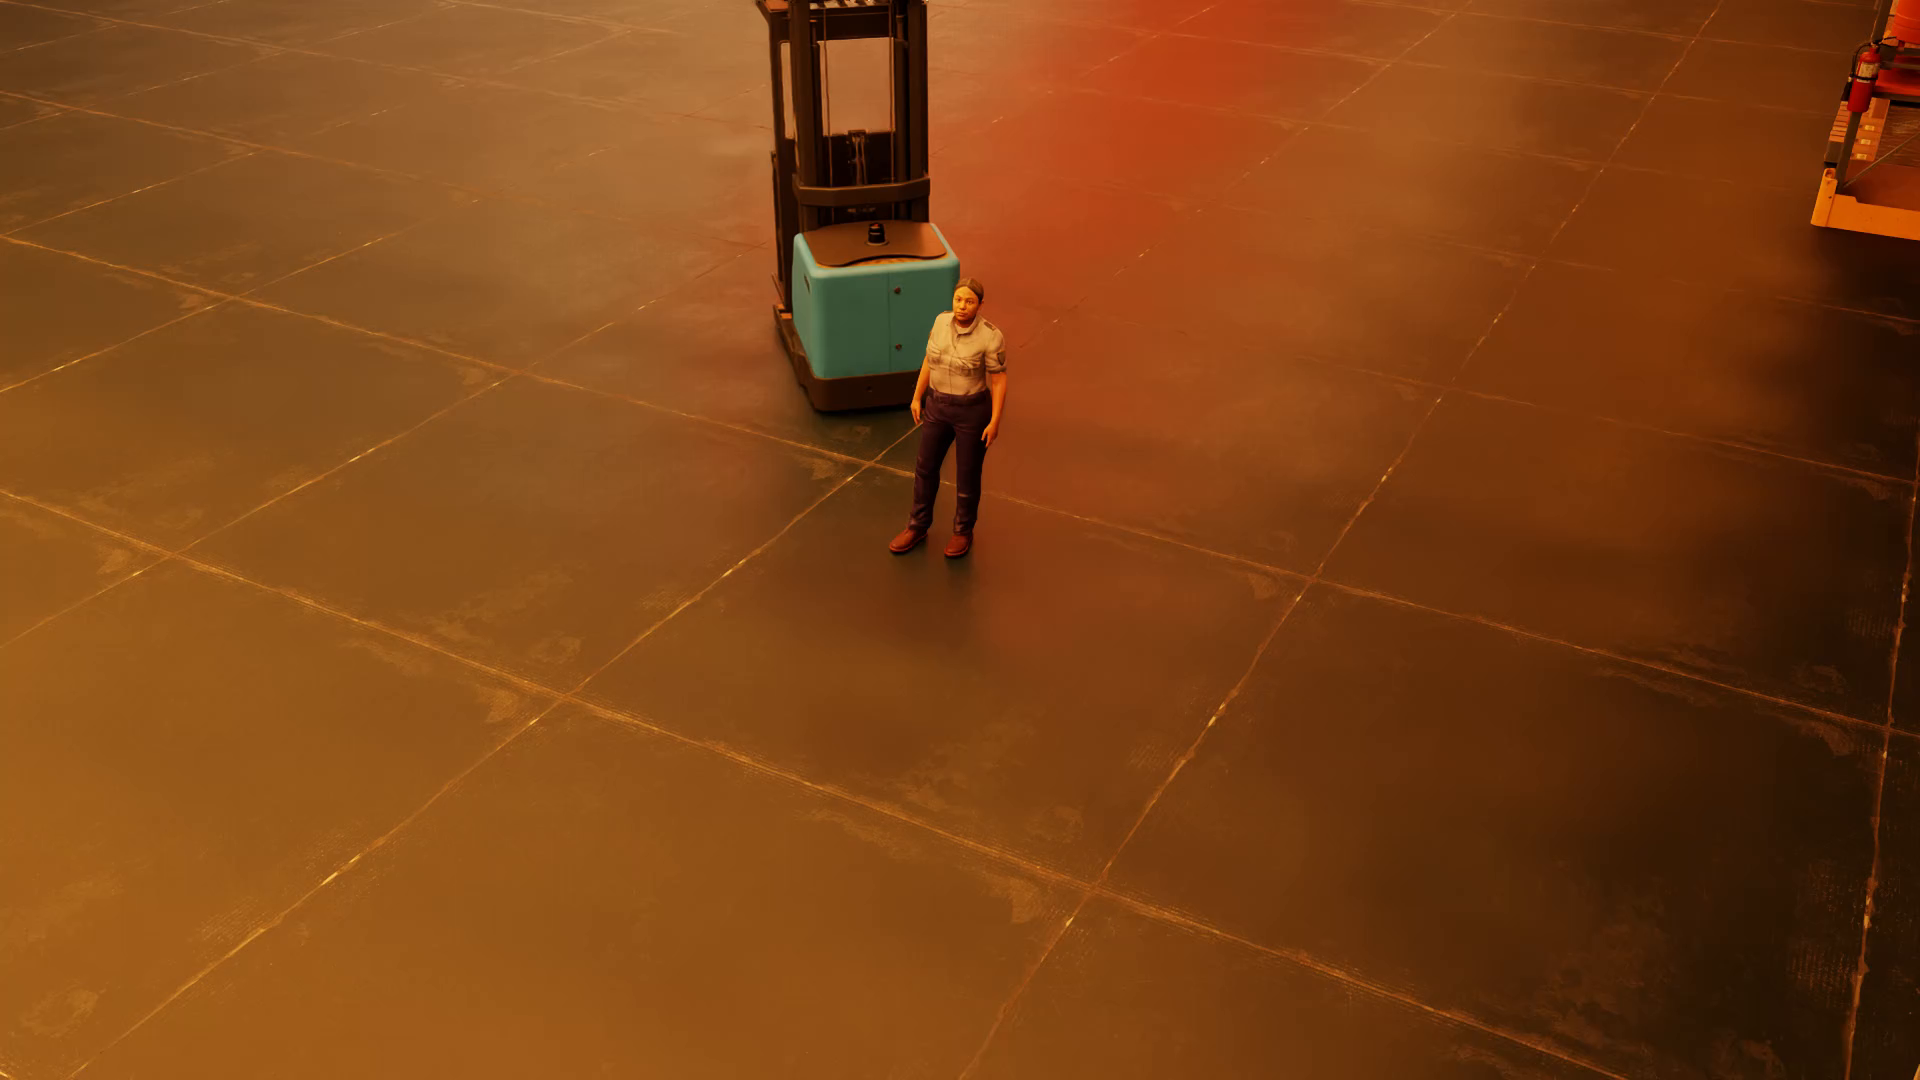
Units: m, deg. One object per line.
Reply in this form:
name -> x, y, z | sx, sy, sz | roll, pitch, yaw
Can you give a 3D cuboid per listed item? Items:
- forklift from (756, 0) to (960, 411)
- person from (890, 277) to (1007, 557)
forklift -> -0.825, -2.874, 12.050 | 1.130, 2.935, 3.031 | -7, 31, -12
person -> -0.063, -0.684, 9.531 | 0.598, 1.643, 0.503 | 15, 33, 25
